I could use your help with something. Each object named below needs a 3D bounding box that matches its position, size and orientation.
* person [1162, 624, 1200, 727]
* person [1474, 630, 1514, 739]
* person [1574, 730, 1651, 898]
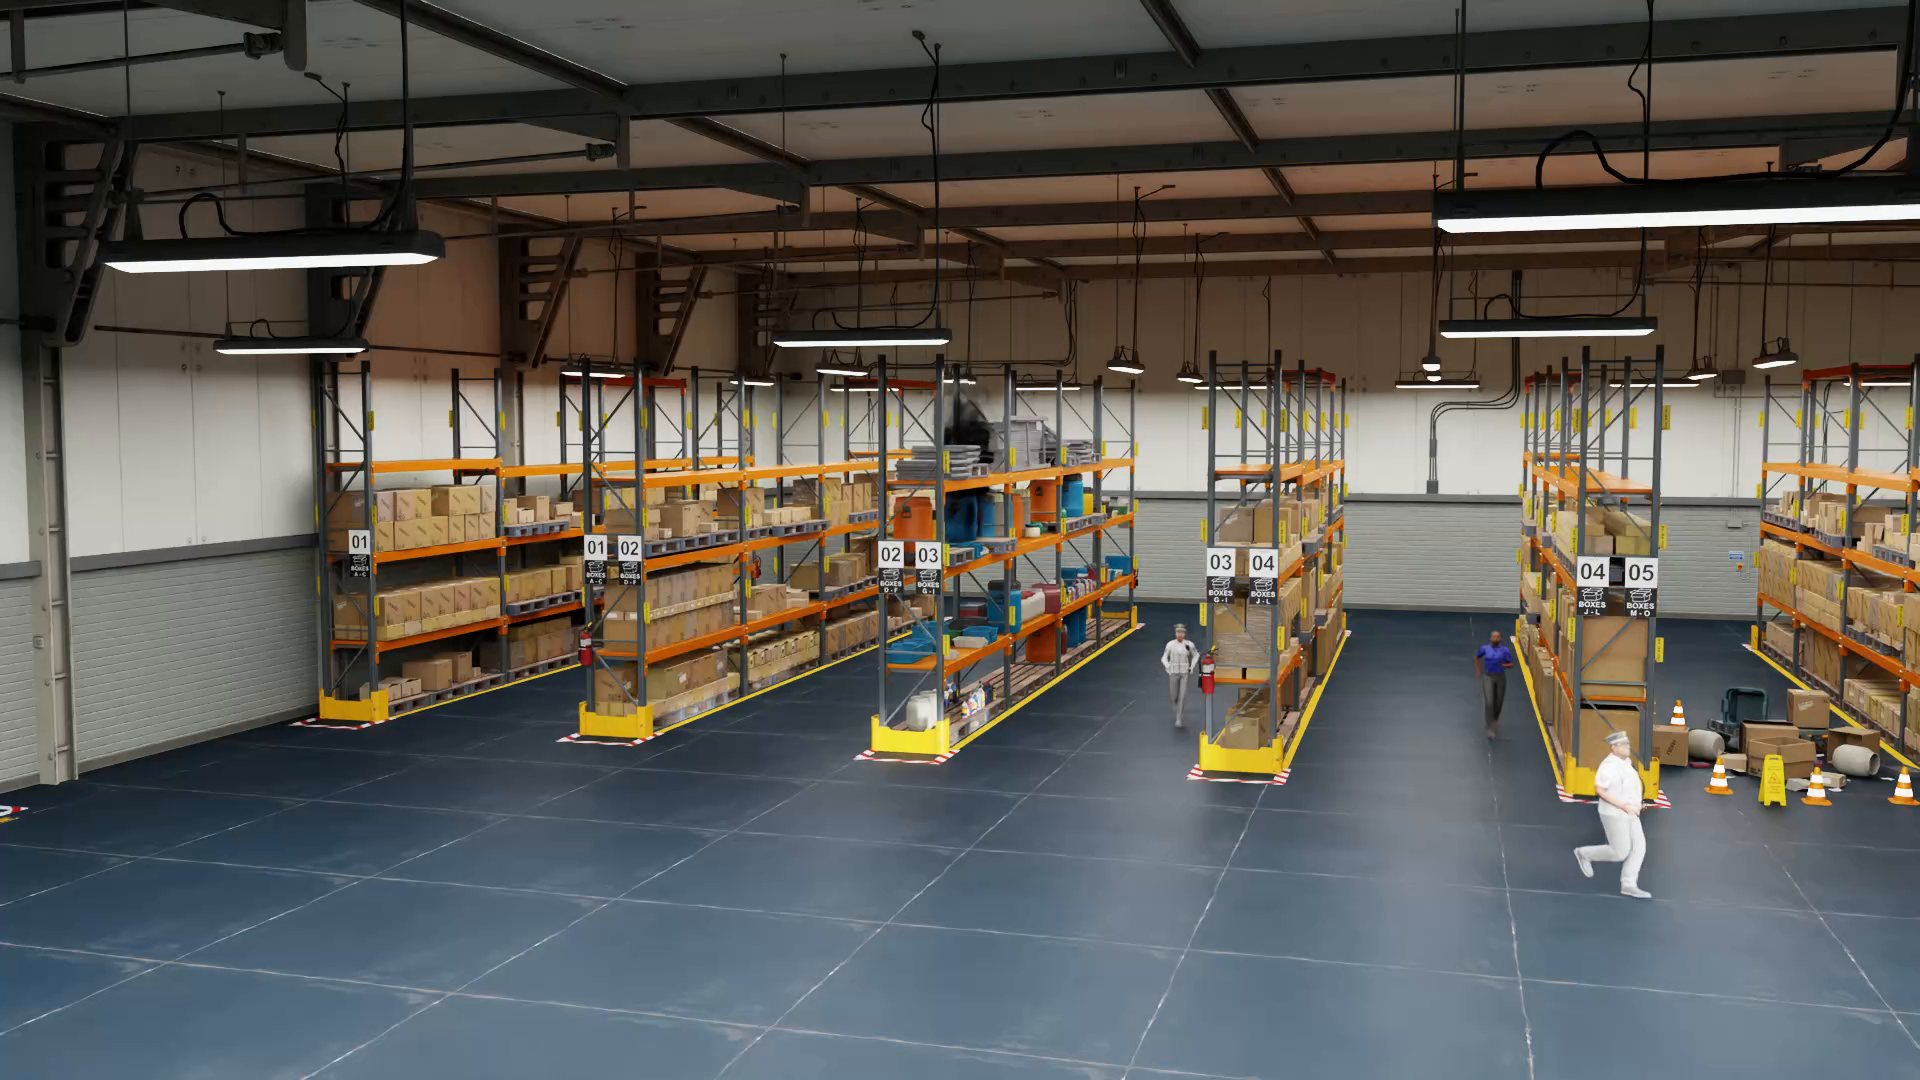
[{"bbox_3d":[3.657,2.214,27.567,0.617,1.682,0.747,1,4,10],"label":"person"},{"bbox_3d":[8.517,2.266,26.515,0.562,1.682,0.885,1,4,9],"label":"person"},{"bbox_3d":[6.960,2.872,17.611,0.663,1.746,0.798,-4,6,-42],"label":"person"}]
